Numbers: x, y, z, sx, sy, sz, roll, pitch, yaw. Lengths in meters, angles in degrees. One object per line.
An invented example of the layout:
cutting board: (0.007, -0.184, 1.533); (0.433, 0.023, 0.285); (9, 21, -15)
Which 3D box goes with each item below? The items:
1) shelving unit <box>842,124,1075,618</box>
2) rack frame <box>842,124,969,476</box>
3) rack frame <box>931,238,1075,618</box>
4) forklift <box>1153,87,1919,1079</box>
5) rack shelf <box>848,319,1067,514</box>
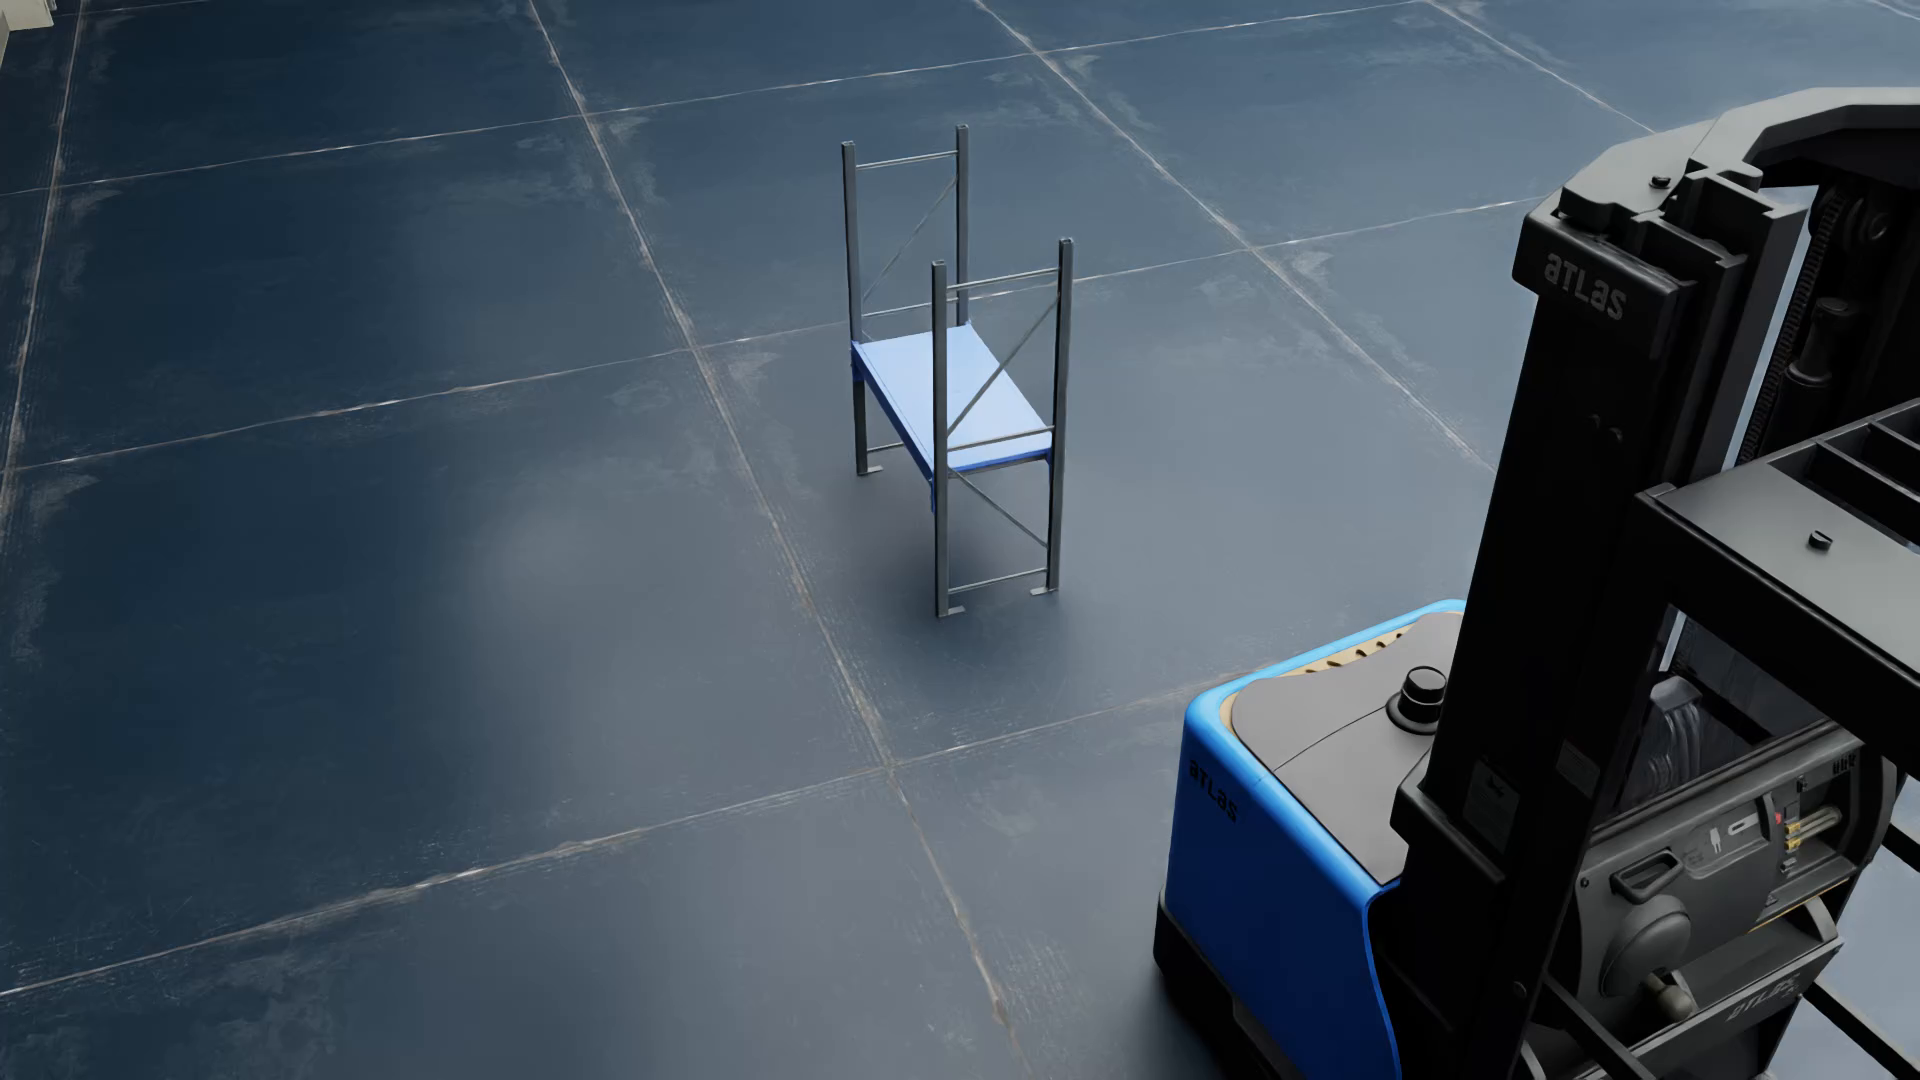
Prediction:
shelving unit: (-0.029, -0.647, 6.363); (0.538, 1.500, 1.048); (-12, 39, -16)
rack frame: (-0.204, -0.934, 6.744); (0.500, 1.500, 0.032); (-12, 39, -16)
rack frame: (0.146, -0.360, 5.981); (0.500, 1.500, 0.032); (-12, 39, -16)
forklift: (1.721, 0.752, 3.315); (1.130, 2.935, 3.031); (-18, 41, -22)
rack shelf: (-0.029, -0.504, 6.471); (0.538, 0.185, 1.000); (-12, 39, -16)
